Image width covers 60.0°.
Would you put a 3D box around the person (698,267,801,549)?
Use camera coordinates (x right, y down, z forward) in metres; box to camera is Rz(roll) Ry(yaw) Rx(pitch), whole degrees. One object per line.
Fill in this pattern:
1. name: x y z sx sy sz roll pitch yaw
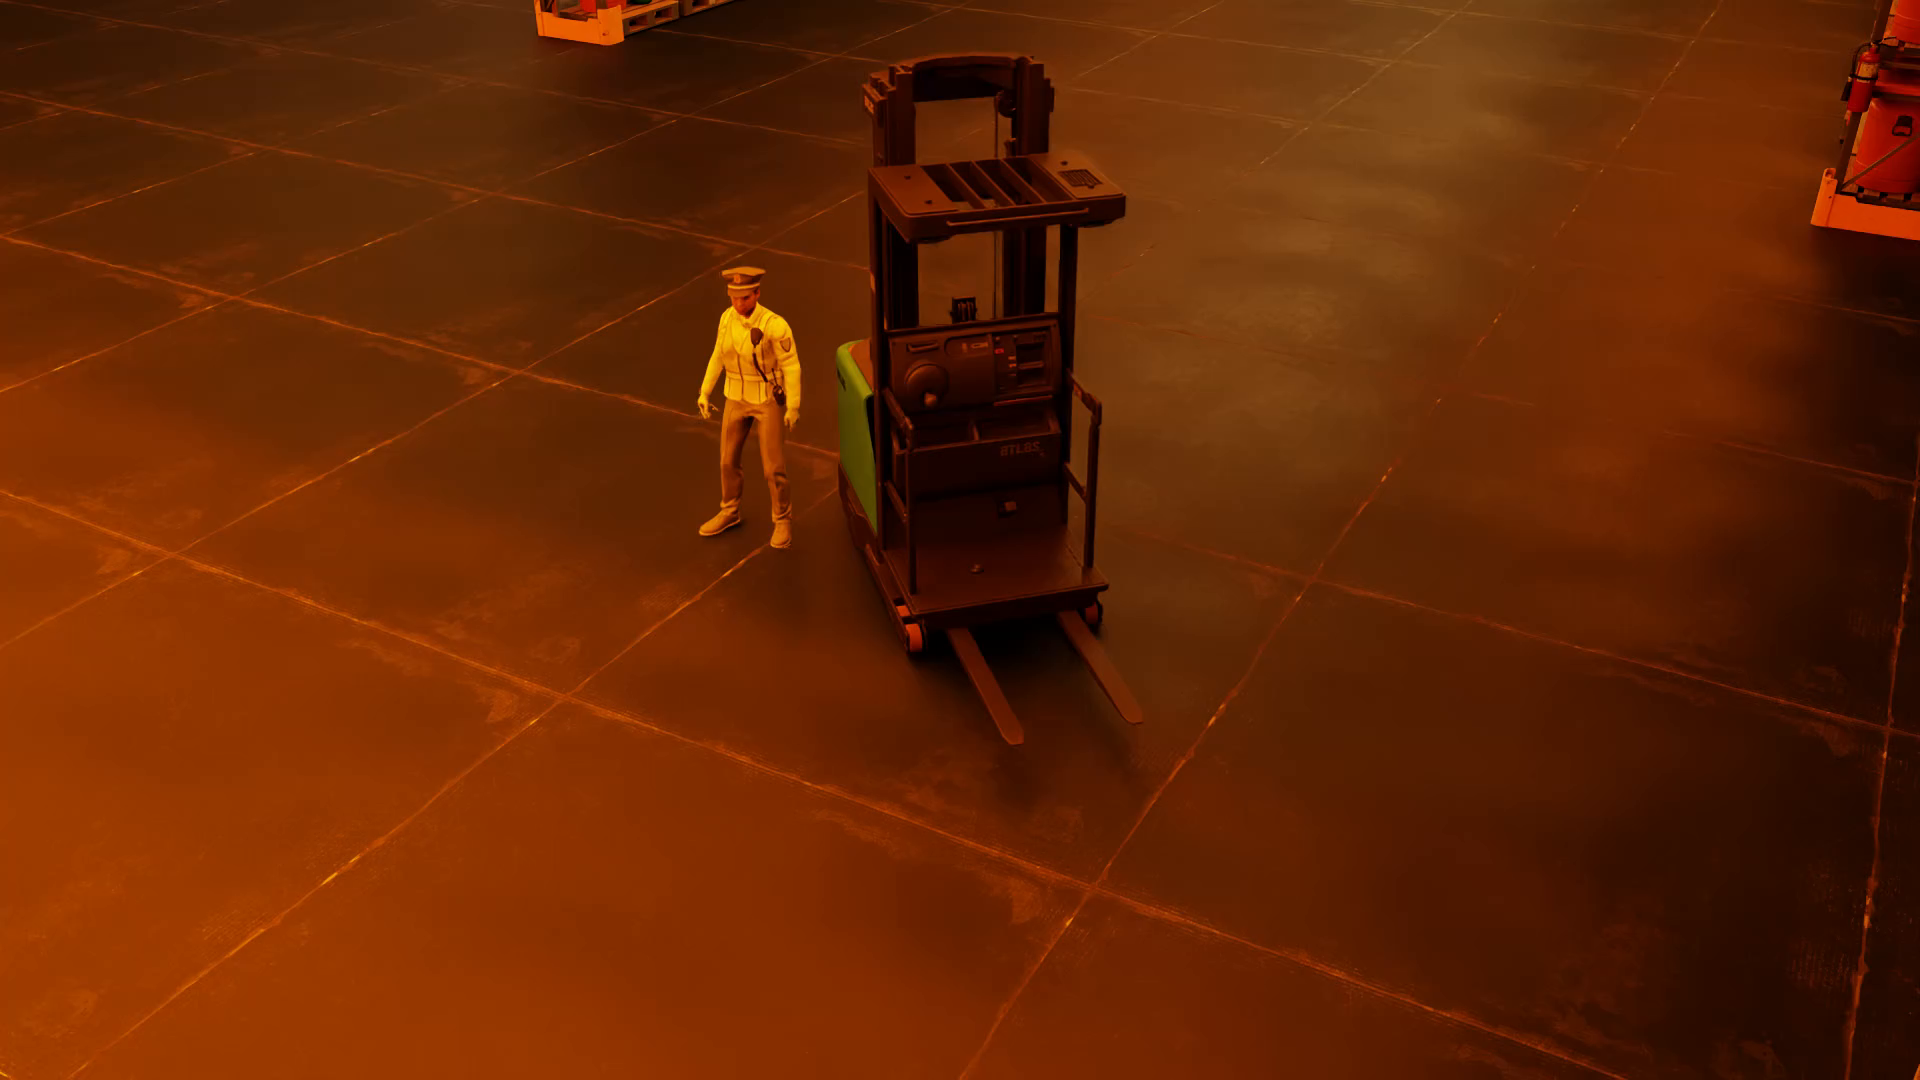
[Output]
1. person: -1.237 -0.775 9.680 0.644 1.688 0.415 14 33 22

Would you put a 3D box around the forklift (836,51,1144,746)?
1. forklift: 0.147 -0.877 8.590 1.130 2.935 3.031 -8 31 -14
